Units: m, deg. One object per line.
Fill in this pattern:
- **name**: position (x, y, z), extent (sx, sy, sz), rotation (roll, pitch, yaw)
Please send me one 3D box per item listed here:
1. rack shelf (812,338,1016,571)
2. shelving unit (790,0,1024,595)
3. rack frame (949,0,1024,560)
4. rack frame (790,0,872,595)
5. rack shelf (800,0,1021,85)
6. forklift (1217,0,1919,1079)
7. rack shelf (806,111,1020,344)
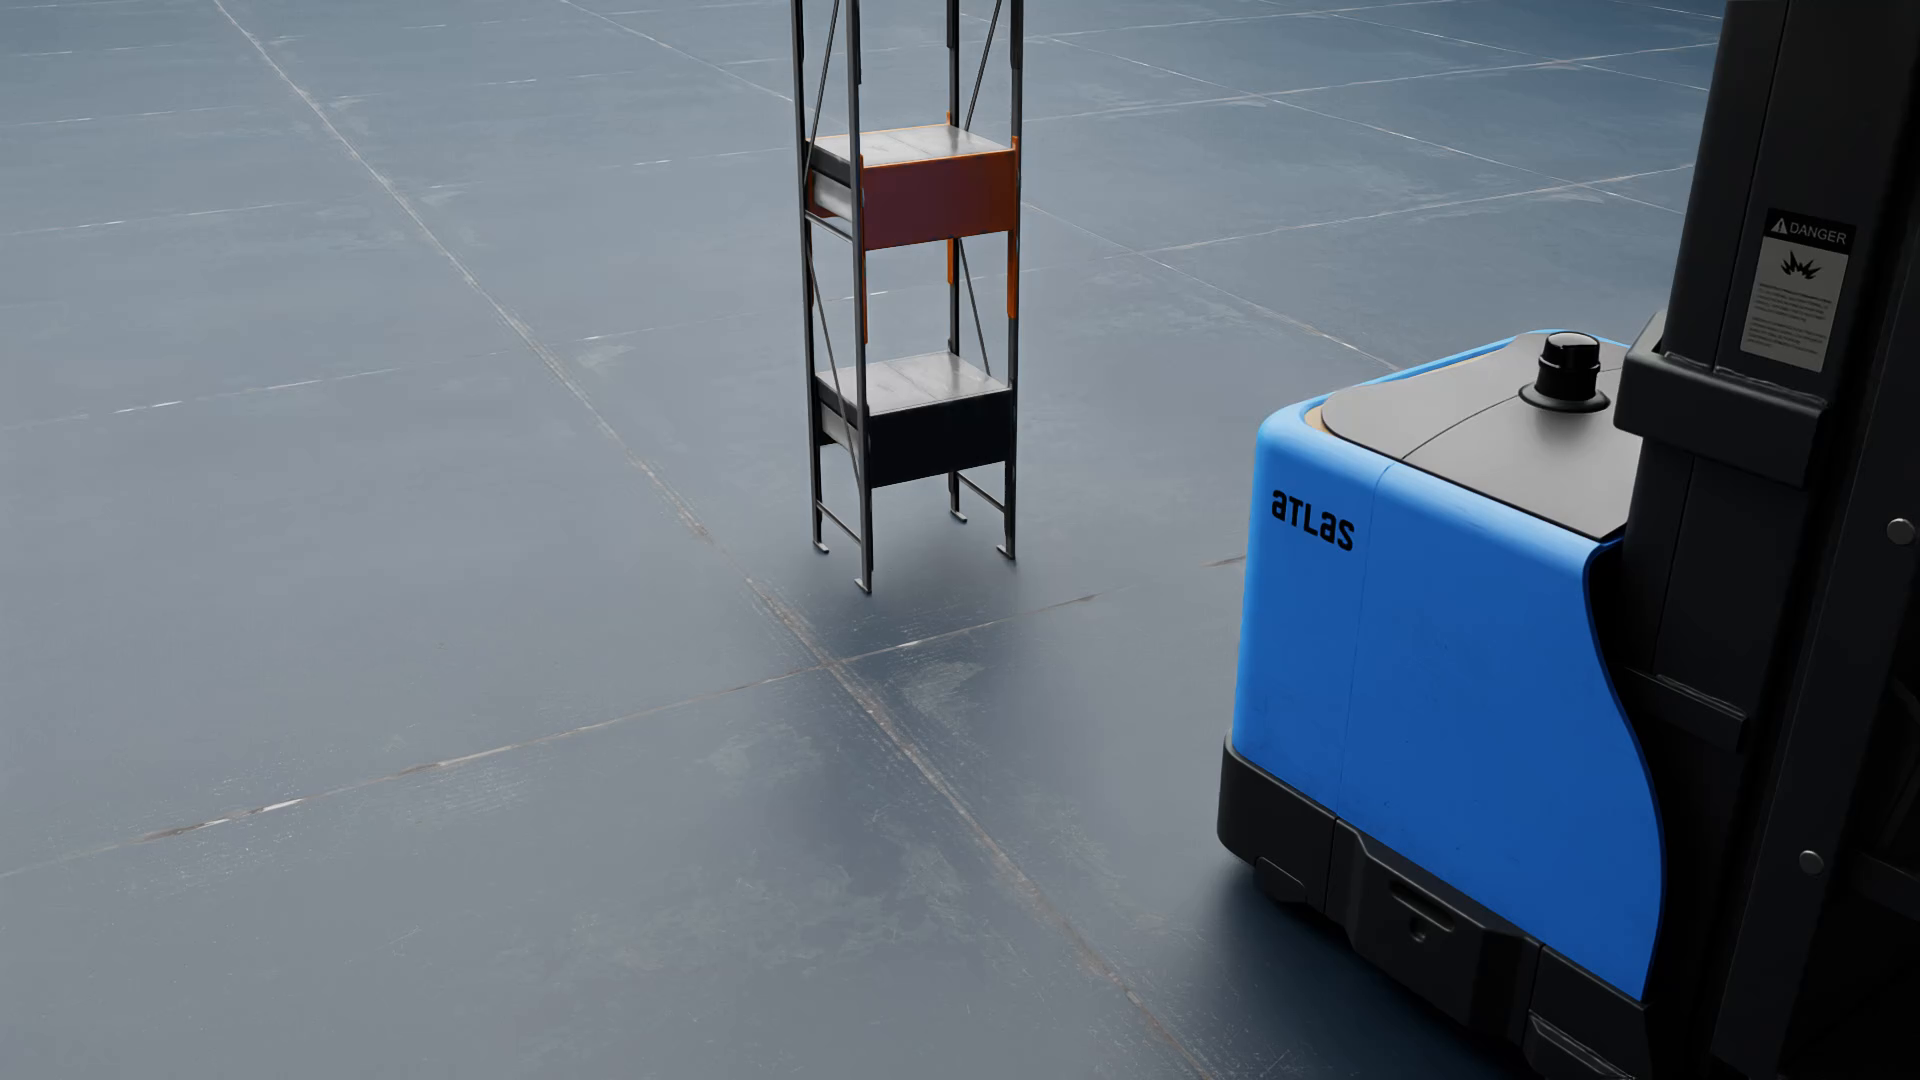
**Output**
- **rack shelf**: position (-0.146, -0.270, 5.034), extent (0.480, 0.518, 0.431), rotation (-13, 29, -25)
- **shelving unit**: position (-0.146, -0.913, 4.725), extent (0.503, 2.100, 0.431), rotation (-13, 29, -25)
- **rack frame**: position (0.069, -0.963, 4.829), extent (0.015, 2.100, 0.400), rotation (-13, 29, -25)
- **rack frame**: position (-0.361, -0.863, 4.622), extent (0.015, 2.100, 0.400), rotation (-13, 29, -25)
- **rack shelf**: position (-0.146, -1.532, 4.428), extent (0.480, 0.518, 0.431), rotation (-13, 29, -25)
- **forklift**: position (1.854, -0.216, 2.314), extent (1.130, 2.935, 3.031), rotation (-18, 31, -32)
- **rack shelf**: position (-0.146, -0.901, 4.731), extent (0.480, 0.518, 0.431), rotation (-13, 29, -25)
